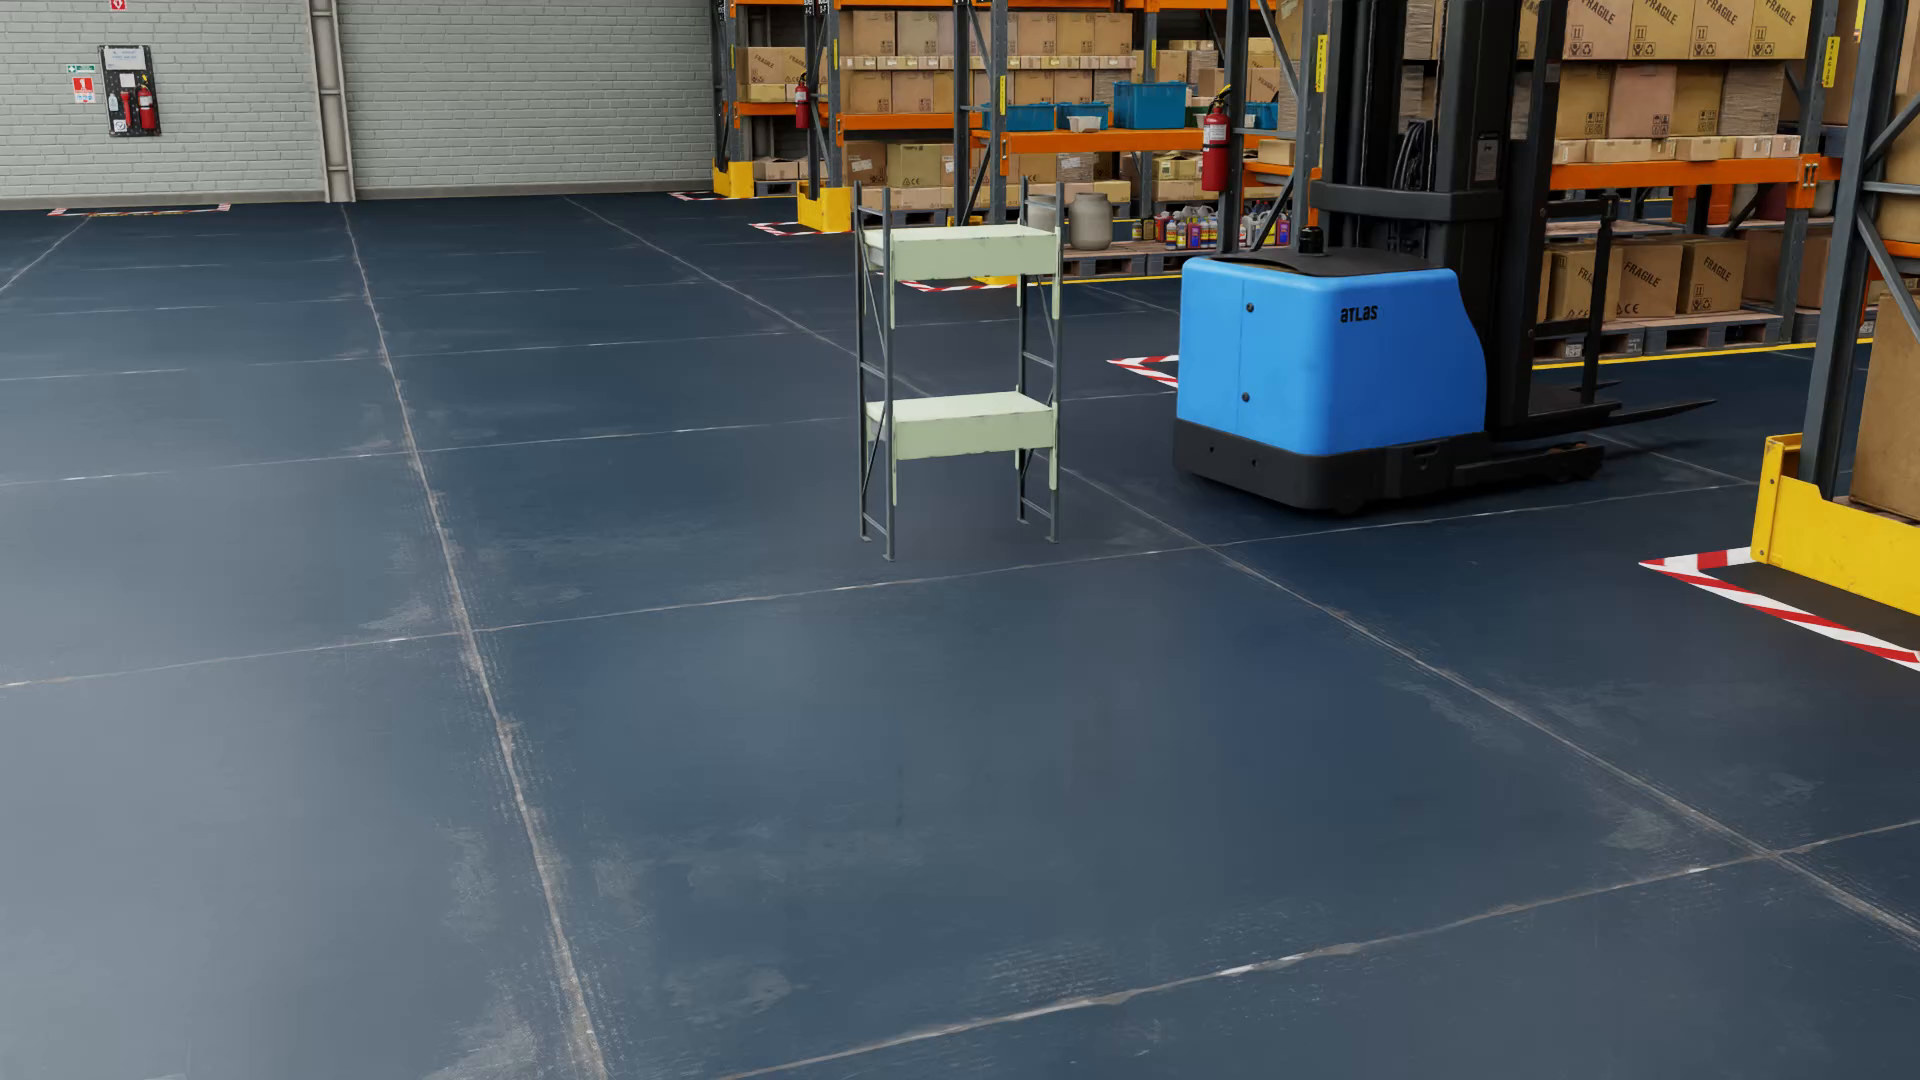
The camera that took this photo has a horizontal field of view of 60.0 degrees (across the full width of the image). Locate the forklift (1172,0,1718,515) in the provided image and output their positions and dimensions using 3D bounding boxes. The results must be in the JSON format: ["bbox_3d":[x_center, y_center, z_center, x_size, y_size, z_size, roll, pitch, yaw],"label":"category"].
[{"bbox_3d":[2.561,-1.803,8.035,3.031,2.935,1.130,-9,19,-29],"label":"forklift"}]

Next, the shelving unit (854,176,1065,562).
[{"bbox_3d":[-0.006,-0.719,6.885,0.755,1.500,0.431,-6,17,-20],"label":"shelving unit"}]

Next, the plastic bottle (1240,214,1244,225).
[{"bbox_3d":[2.740,-2.990,15.995,0.133,0.283,0.061,-6,17,-20],"label":"plastic bottle"}]

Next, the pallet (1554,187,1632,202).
[{"bbox_3d":[8.866,-4.942,23.553,1.213,0.211,1.003,-6,17,-20],"label":"pallet"}]

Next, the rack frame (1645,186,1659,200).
[{"bbox_3d":[9.612,-6.372,23.474,0.127,3.000,1.000,-6,17,-20],"label":"rack frame"}]

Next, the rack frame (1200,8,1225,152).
[{"bbox_3d":[4.101,-7.272,26.537,0.127,3.000,1.000,-6,17,-20],"label":"rack frame"}]

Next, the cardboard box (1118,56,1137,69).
[{"bbox_3d":[1.965,-5.841,20.336,0.250,0.149,0.380,-6,17,-20],"label":"cardboard box"}]

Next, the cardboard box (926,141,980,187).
[{"bbox_3d":[-0.084,-4.505,19.918,0.500,0.500,0.500,-6,17,-20],"label":"cardboard box"}]

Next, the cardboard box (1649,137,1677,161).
[{"bbox_3d":[4.622,-2.662,11.286,0.250,0.149,0.380,-6,17,-20],"label":"cardboard box"}]

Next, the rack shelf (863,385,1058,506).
[{"bbox_3d":[-0.006,-0.406,6.976,0.720,0.370,0.431,-6,17,-20],"label":"rack shelf"}]

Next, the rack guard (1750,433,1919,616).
[{"bbox_3d":[3.606,-0.039,6.342,0.348,0.500,1.175,-6,17,-20],"label":"rack guard"}]

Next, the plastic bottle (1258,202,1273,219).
[{"bbox_3d":[3.060,-3.192,16.564,0.185,0.351,0.144,-6,17,-20],"label":"plastic bottle"}]

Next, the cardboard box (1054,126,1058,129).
[{"bbox_3d":[1.457,-6.364,25.770,0.500,0.250,0.500,-7,18,-21],"label":"cardboard box"}]

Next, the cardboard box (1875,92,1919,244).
[{"bbox_3d":[3.959,-1.362,6.145,0.550,0.550,0.875,-6,17,-20],"label":"cardboard box"}]

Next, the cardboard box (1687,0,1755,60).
[{"bbox_3d":[4.895,-3.461,11.079,0.500,0.500,0.500,-6,17,-20],"label":"cardboard box"}]

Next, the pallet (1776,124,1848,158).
[{"bbox_3d":[6.449,-2.906,12.009,1.213,0.211,1.003,-6,17,-20],"label":"pallet"}]

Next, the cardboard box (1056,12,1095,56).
[{"bbox_3d":[1.258,-6.138,20.197,0.500,0.500,0.700,-6,17,-20],"label":"cardboard box"}]

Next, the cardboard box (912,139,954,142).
[{"bbox_3d":[-0.270,-4.641,20.383,0.500,0.500,0.500,-6,17,-20],"label":"cardboard box"}]

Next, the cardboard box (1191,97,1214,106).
[{"bbox_3d":[3.042,-5.481,20.883,0.250,0.149,0.380,-6,17,-20],"label":"cardboard box"}]

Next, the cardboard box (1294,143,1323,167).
[{"bbox_3d":[2.299,-2.401,10.396,0.250,0.149,0.380,-6,17,-20],"label":"cardboard box"}]

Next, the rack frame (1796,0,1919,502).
[{"bbox_3d":[3.628,-1.240,5.998,0.127,3.000,1.000,-6,17,-20],"label":"rack frame"}]

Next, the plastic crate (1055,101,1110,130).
[{"bbox_3d":[1.144,-3.980,15.593,0.408,0.251,0.499,-6,17,-20],"label":"plastic crate"}]

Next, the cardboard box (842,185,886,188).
[{"bbox_3d":[-1.198,-4.176,20.131,0.500,0.250,0.500,-6,17,-20],"label":"cardboard box"}]

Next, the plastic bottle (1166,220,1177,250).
[{"bbox_3d":[1.980,-2.861,15.580,0.097,0.271,0.097,0,16,0],"label":"plastic bottle"}]

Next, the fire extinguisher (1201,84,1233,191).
[{"bbox_3d":[1.676,-2.628,10.861,0.183,0.674,0.296,-6,17,-20],"label":"fire extinguisher"}]

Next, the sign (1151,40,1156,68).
[{"bbox_3d":[2.342,-5.873,20.097,0.005,0.325,0.100,-6,17,-20],"label":"sign"}]

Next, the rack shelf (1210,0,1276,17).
[{"bbox_3d":[5.969,-8.567,26.903,4.000,0.370,1.077,-6,17,-20],"label":"rack shelf"}]

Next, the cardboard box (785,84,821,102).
[{"bbox_3d":[-2.320,-6.425,23.883,0.500,0.250,0.500,-7,18,-22],"label":"cardboard box"}]

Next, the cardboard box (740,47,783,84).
[{"bbox_3d":[-2.816,-6.732,23.598,0.500,0.500,0.500,-6,17,-20],"label":"cardboard box"}]

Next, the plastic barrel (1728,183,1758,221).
[{"bbox_3d":[8.592,-3.807,18.410,0.421,0.512,0.421,0,16,0],"label":"plastic barrel"}]

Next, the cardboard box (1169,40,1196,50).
[{"bbox_3d":[3.494,-7.763,26.101,0.250,0.149,0.380,-9,19,-29],"label":"cardboard box"}]

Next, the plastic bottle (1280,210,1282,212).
[{"bbox_3d":[3.164,-3.210,16.757,0.135,0.276,0.152,-5,17,-18],"label":"plastic bottle"}]

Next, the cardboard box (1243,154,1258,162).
[{"bbox_3d":[3.569,-4.795,21.241,0.500,0.311,0.500,-7,18,-22],"label":"cardboard box"}]

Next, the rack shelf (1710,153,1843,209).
[{"bbox_3d":[7.551,-2.815,12.638,4.000,0.370,1.077,-6,17,-20],"label":"rack shelf"}]

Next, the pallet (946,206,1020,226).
[{"bbox_3d":[0.243,-4.034,20.462,1.213,0.211,1.003,-6,17,-20],"label":"pallet"}]

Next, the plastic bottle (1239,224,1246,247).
[{"bbox_3d":[2.678,-2.903,15.847,0.097,0.201,0.097,0,16,0],"label":"plastic bottle"}]

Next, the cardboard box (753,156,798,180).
[{"bbox_3d":[-2.691,-5.432,24.264,0.500,0.311,0.500,-8,18,-26],"label":"cardboard box"}]

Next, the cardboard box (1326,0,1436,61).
[{"bbox_3d":[2.559,-3.210,10.225,0.500,0.500,0.500,-6,17,-20],"label":"cardboard box"}]

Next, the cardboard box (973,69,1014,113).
[{"bbox_3d":[0.292,-5.411,20.022,0.500,0.500,0.700,-6,17,-18],"label":"cardboard box"}]

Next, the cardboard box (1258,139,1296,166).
[{"bbox_3d":[2.140,-2.518,10.795,0.250,0.149,0.380,-6,17,-20],"label":"cardboard box"}]

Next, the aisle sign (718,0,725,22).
[{"bbox_3d":[-3.329,-7.626,23.131,0.004,0.787,0.394,-6,17,-20],"label":"aisle sign"}]

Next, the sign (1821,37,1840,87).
[{"bbox_3d":[5.884,-3.232,11.245,0.005,0.325,0.100,-6,17,-20],"label":"sign"}]

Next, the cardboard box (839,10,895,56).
[{"bbox_3d":[-1.103,-5.882,19.324,0.500,0.500,0.700,-6,17,-20],"label":"cardboard box"}]

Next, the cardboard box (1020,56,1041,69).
[{"bbox_3d":[0.778,-5.713,19.902,0.250,0.149,0.380,-6,17,-18],"label":"cardboard box"}]

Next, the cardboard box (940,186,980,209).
[{"bbox_3d":[-0.080,-4.142,20.013,0.500,0.250,0.500,-6,17,-20],"label":"cardboard box"}]

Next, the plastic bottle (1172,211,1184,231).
[{"bbox_3d":[2.108,-3.096,16.369,0.135,0.276,0.152,-7,18,-22],"label":"plastic bottle"}]

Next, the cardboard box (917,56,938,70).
[{"bbox_3d":[-0.434,-5.581,19.452,0.250,0.149,0.380,-6,18,-21],"label":"cardboard box"}]

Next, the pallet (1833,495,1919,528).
[{"bbox_3d":[4.347,-0.003,6.736,1.213,0.211,1.003,-6,17,-20],"label":"pallet"}]

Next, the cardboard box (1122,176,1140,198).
[{"bbox_3d":[2.425,-4.566,21.457,0.500,0.250,0.500,-6,18,-21],"label":"cardboard box"}]

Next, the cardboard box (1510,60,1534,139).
[{"bbox_3d":[3.378,-2.915,10.997,0.500,0.500,0.875,-6,17,-20],"label":"cardboard box"}]

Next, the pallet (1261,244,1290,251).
[{"bbox_3d":[3.269,-2.867,16.487,1.213,0.211,1.003,-6,17,-20],"label":"pallet"}]

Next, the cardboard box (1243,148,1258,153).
[{"bbox_3d":[4.835,-6.481,26.916,0.750,0.750,0.750,-6,18,-21],"label":"cardboard box"}]

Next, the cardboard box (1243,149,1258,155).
[{"bbox_3d":[3.838,-4.987,21.895,0.500,0.311,0.500,-6,18,-21],"label":"cardboard box"}]
